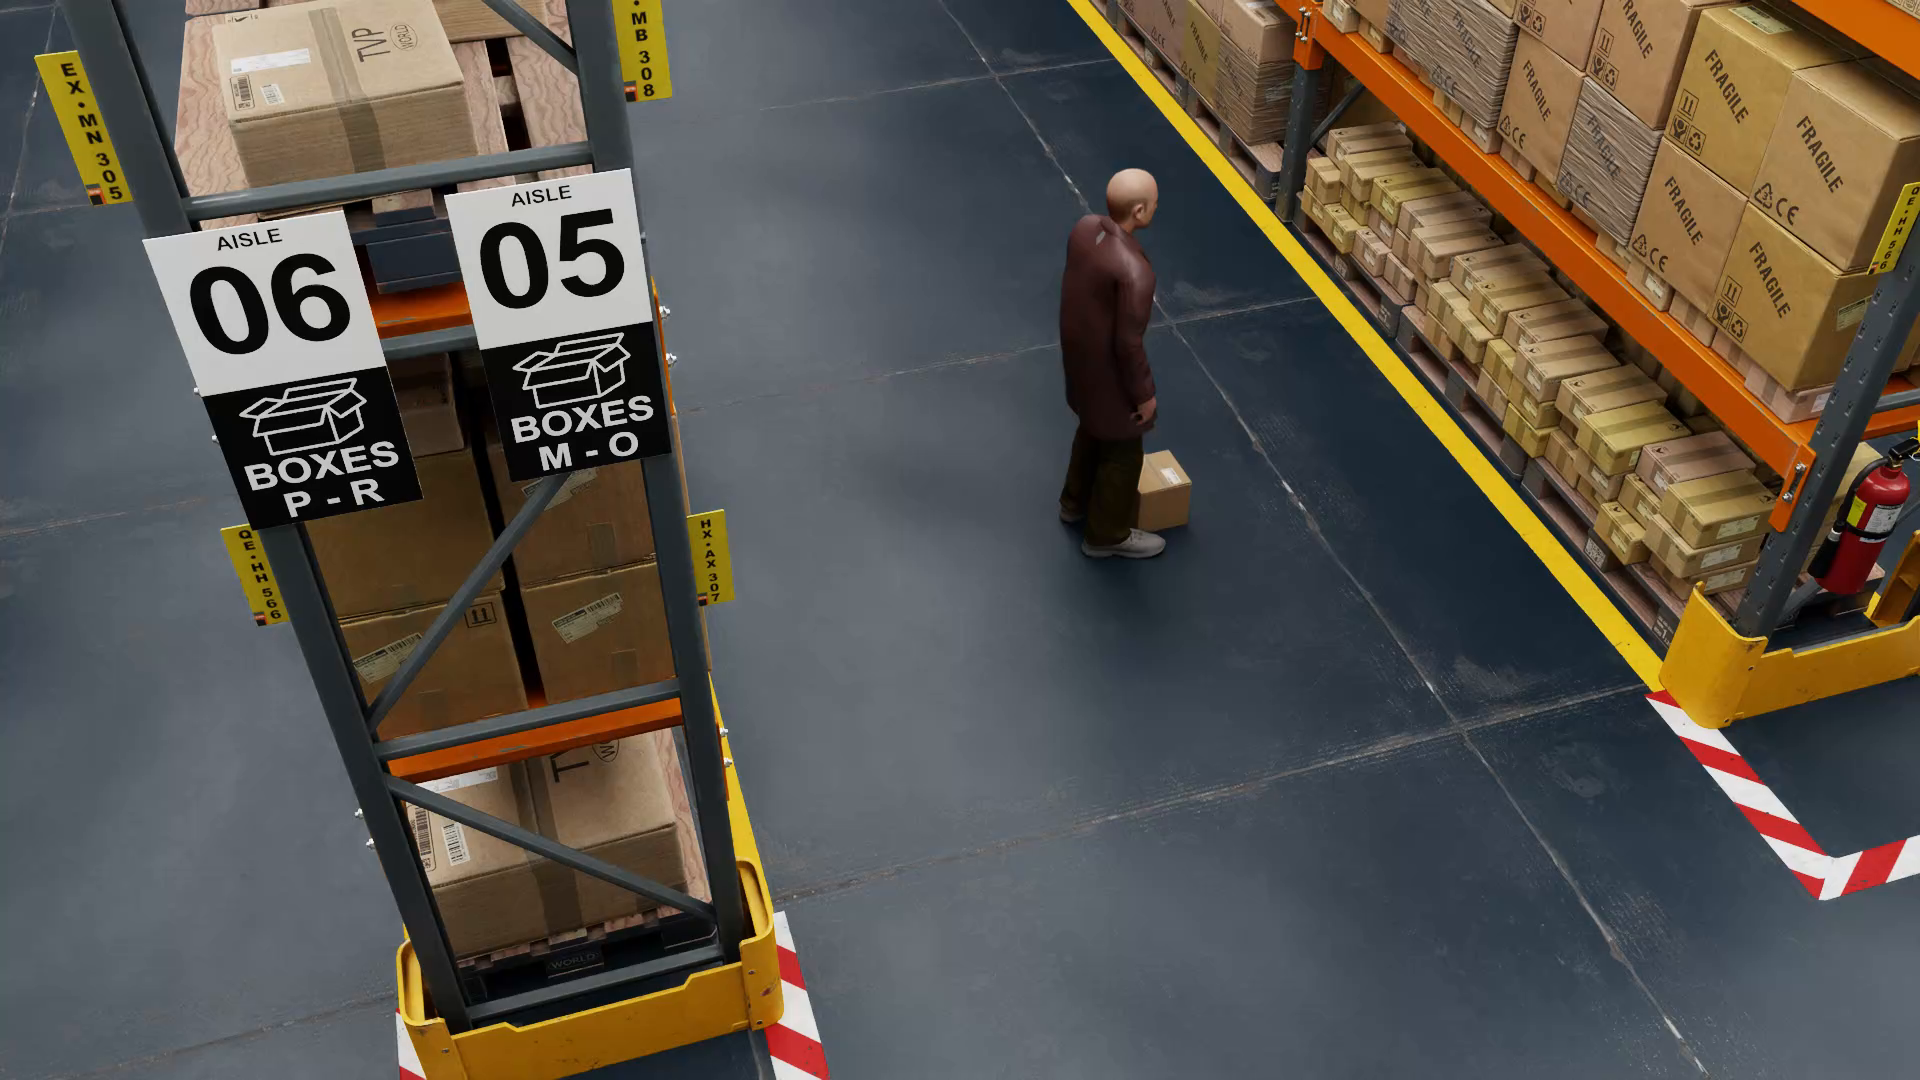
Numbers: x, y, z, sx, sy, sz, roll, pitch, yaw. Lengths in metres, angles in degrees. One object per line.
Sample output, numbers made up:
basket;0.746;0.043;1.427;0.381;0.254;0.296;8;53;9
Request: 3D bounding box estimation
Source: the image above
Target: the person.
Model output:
person;0.635;-0.742;7.005;0.428;1.773;0.650;-14;44;-16
